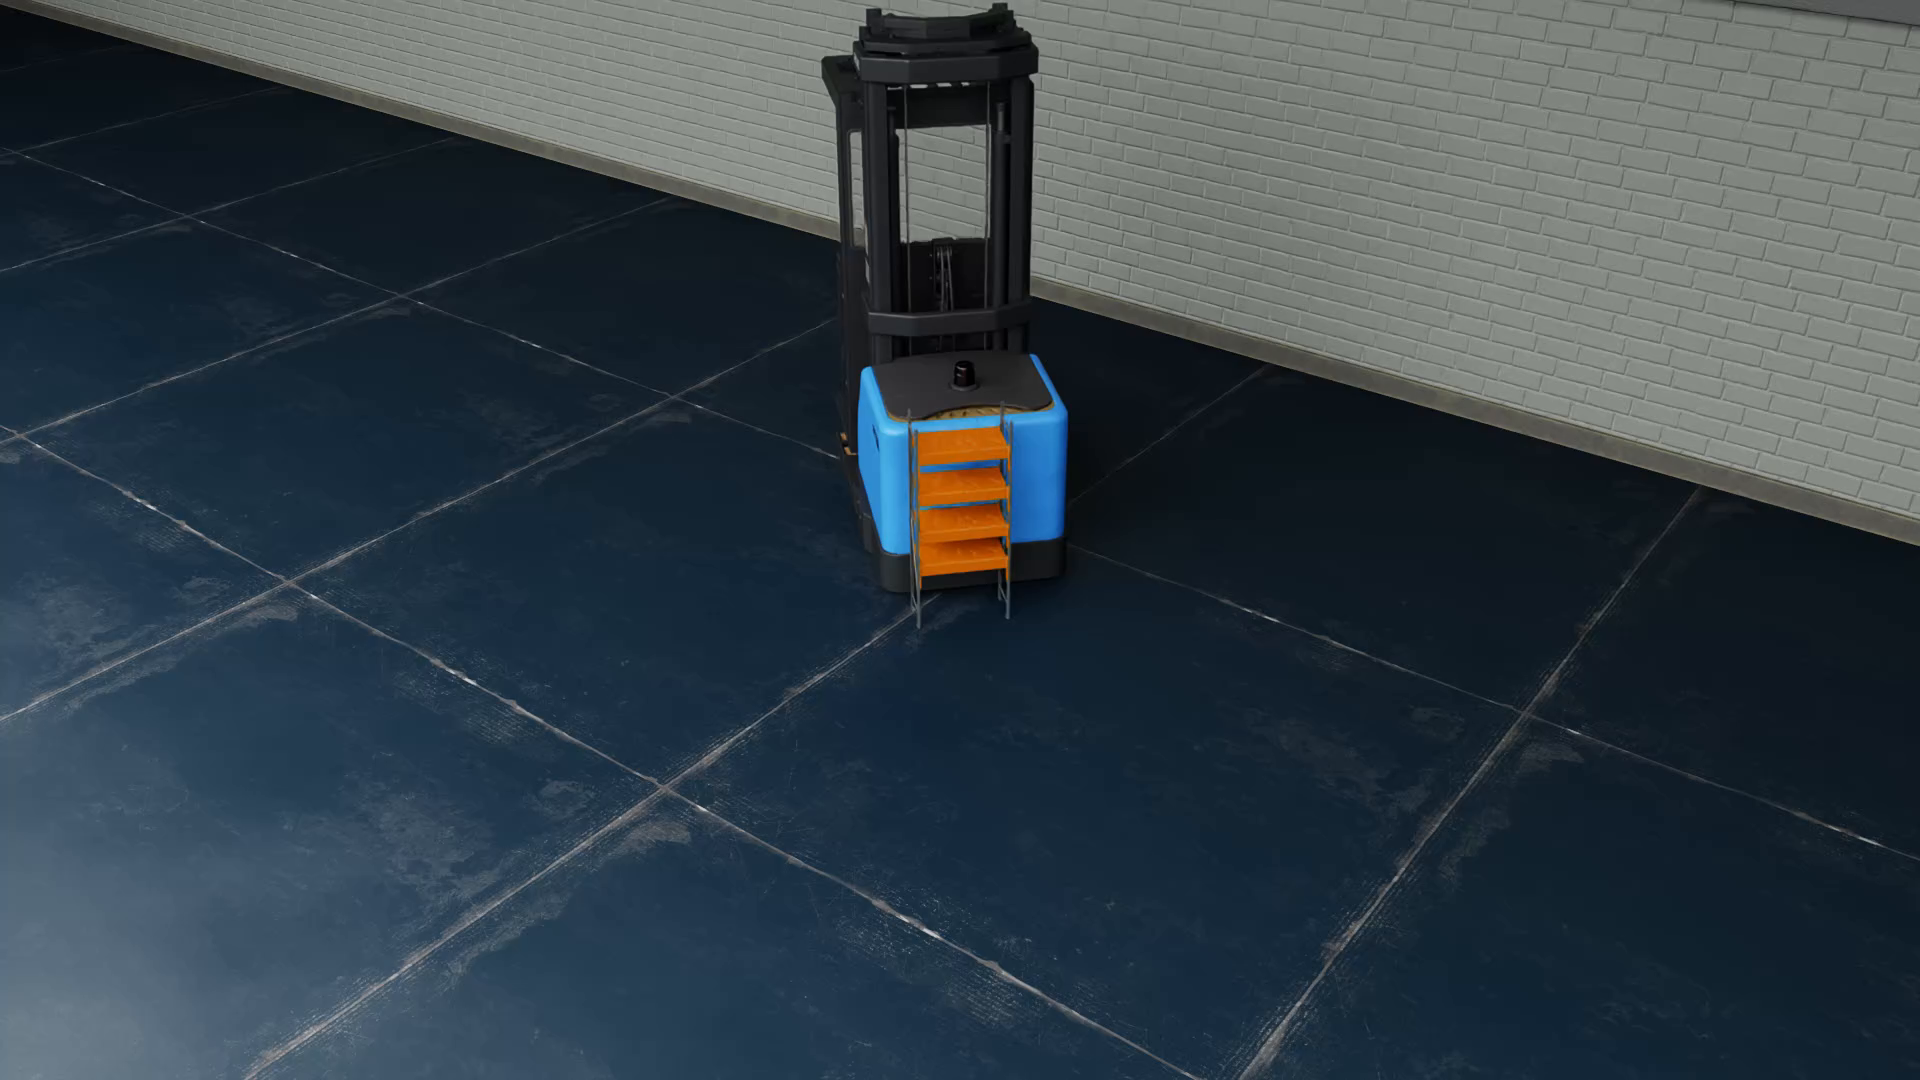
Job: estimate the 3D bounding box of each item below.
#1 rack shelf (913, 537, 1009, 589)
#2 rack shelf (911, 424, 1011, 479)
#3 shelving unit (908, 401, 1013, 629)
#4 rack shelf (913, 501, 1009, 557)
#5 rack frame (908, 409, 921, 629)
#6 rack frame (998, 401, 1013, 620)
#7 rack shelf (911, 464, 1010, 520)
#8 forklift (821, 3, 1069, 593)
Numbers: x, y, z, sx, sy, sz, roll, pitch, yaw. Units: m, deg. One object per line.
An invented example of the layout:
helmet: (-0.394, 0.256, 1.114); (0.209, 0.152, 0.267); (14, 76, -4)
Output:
rack shelf: (0.000, 0.110, 8.909); (0.480, 0.148, 0.258); (-5, 31, -9)
rack shelf: (0.000, -0.457, 8.573); (0.480, 0.148, 0.258); (-5, 31, -9)
shelving unit: (0.000, -0.119, 8.774); (0.503, 1.200, 0.258); (-5, 31, -9)
rack shelf: (0.000, -0.061, 8.808); (0.480, 0.148, 0.258); (-5, 31, -9)
rack frame: (-0.240, -0.096, 8.735); (0.015, 1.200, 0.240); (-5, 31, -9)
rack frame: (0.240, -0.142, 8.813); (0.015, 1.200, 0.240); (-5, 31, -9)
rack shelf: (0.000, -0.253, 8.694); (0.480, 0.148, 0.258); (-5, 31, -9)
forklift: (-0.183, -1.709, 9.758); (1.130, 2.935, 3.031); (-5, 31, -9)
